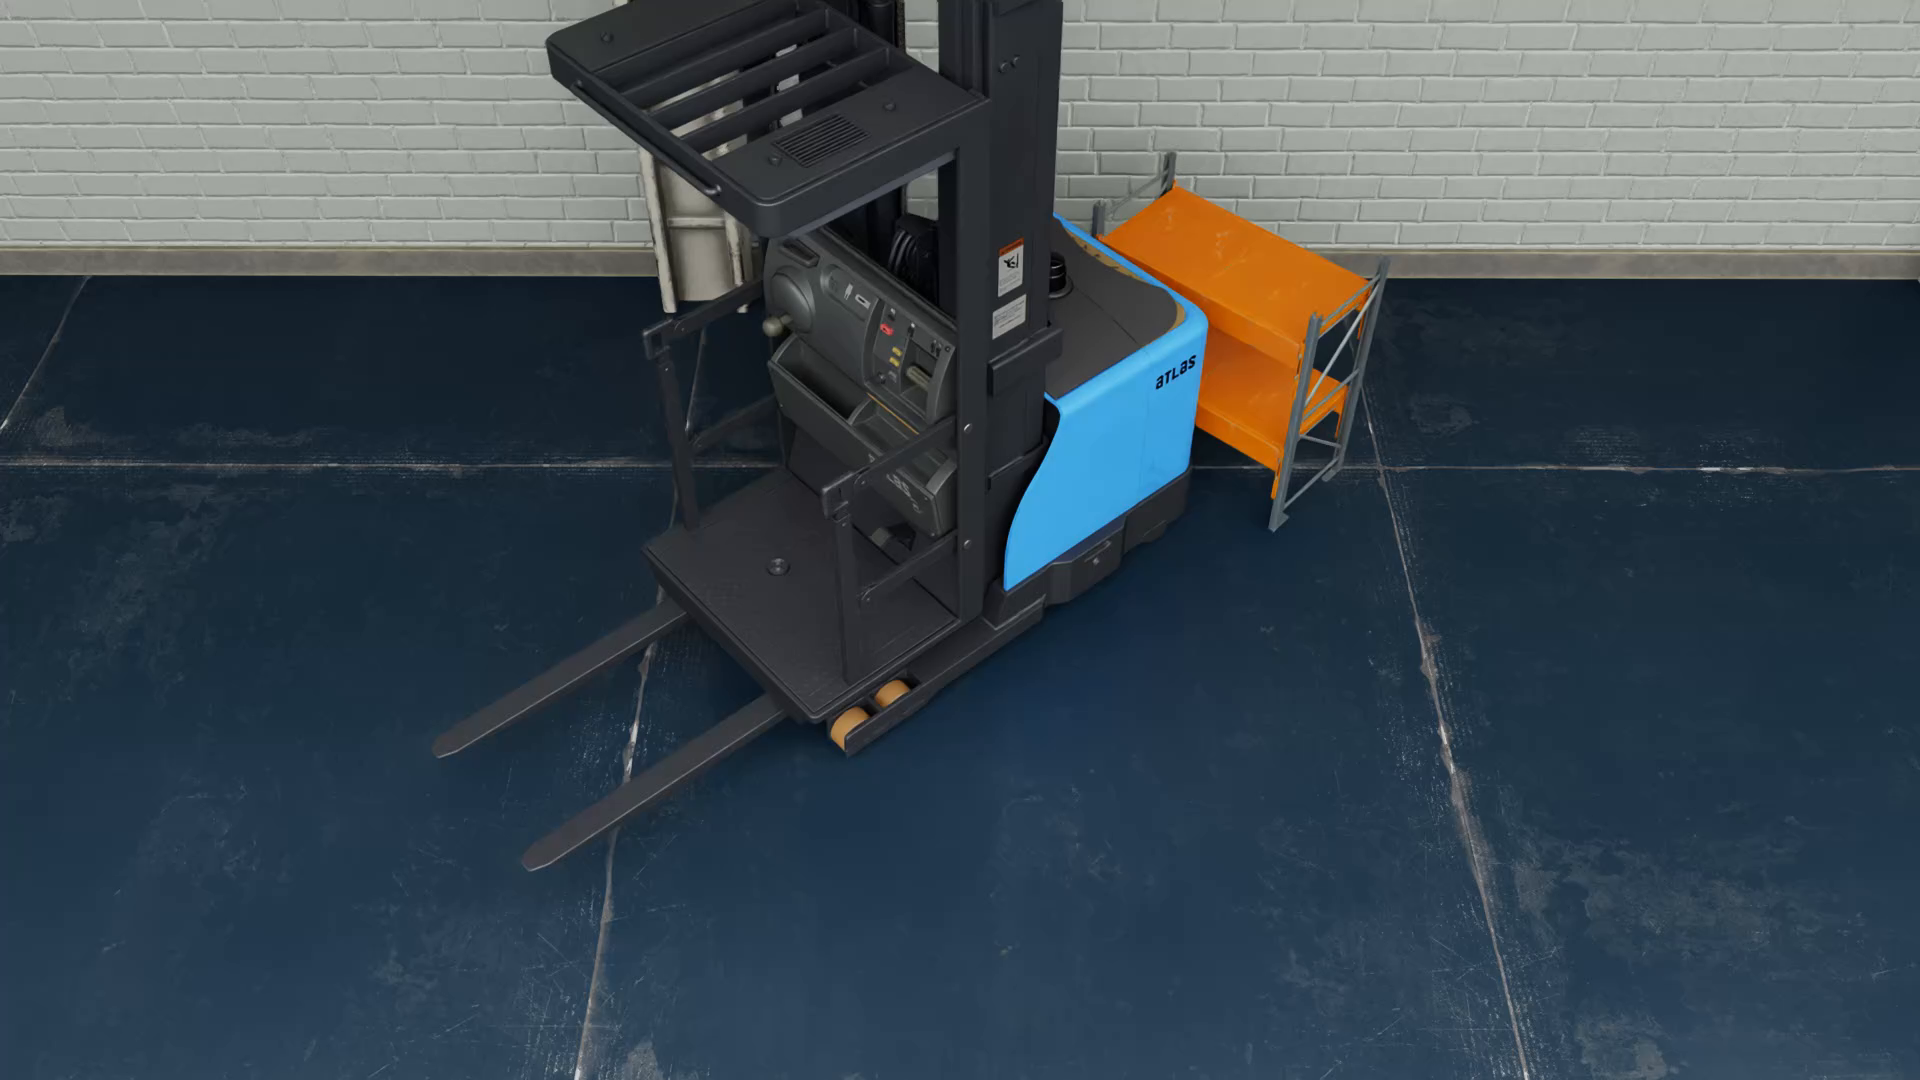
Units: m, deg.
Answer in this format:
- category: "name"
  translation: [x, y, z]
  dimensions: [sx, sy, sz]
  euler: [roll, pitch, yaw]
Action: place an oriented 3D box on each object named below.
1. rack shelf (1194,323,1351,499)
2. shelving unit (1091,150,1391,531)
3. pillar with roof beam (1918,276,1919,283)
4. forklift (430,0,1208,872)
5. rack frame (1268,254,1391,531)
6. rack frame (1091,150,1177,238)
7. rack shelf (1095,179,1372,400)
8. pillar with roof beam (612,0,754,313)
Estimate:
- category: "rack shelf"
  translation: [1.078, -0.644, 6.996]
  dimensions: [1.000, 0.278, 0.538]
  euler: [34, 55, 27]
- category: "shelving unit"
  translation: [1.078, -0.811, 6.817]
  dimensions: [1.048, 1.125, 0.538]
  euler: [34, 55, 27]
- category: "pillar with roof beam"
  translation: [4.789, -1.082, 1.690]
  dimensions: [0.400, 9.000, 9.100]
  euler: [0, 47, 0]
- category: "forklift"
  translation: [-0.505, -0.659, 5.442]
  dimensions: [3.031, 2.935, 1.130]
  euler: [-33, 55, -27]
- category: "rack frame"
  translation: [1.453, -0.560, 6.584]
  dimensions: [0.032, 1.125, 0.500]
  euler: [34, 55, 27]
- category: "rack frame"
  translation: [0.702, -1.062, 7.050]
  dimensions: [0.032, 1.125, 0.500]
  euler: [34, 55, 27]
- category: "rack shelf"
  translation: [1.078, -1.010, 6.603]
  dimensions: [1.000, 0.278, 0.538]
  euler: [34, 55, 27]
- category: "pillar with roof beam"
  translation: [-1.211, -1.099, 1.706]
  dimensions: [0.400, 9.000, 9.100]
  euler: [0, 47, 0]
